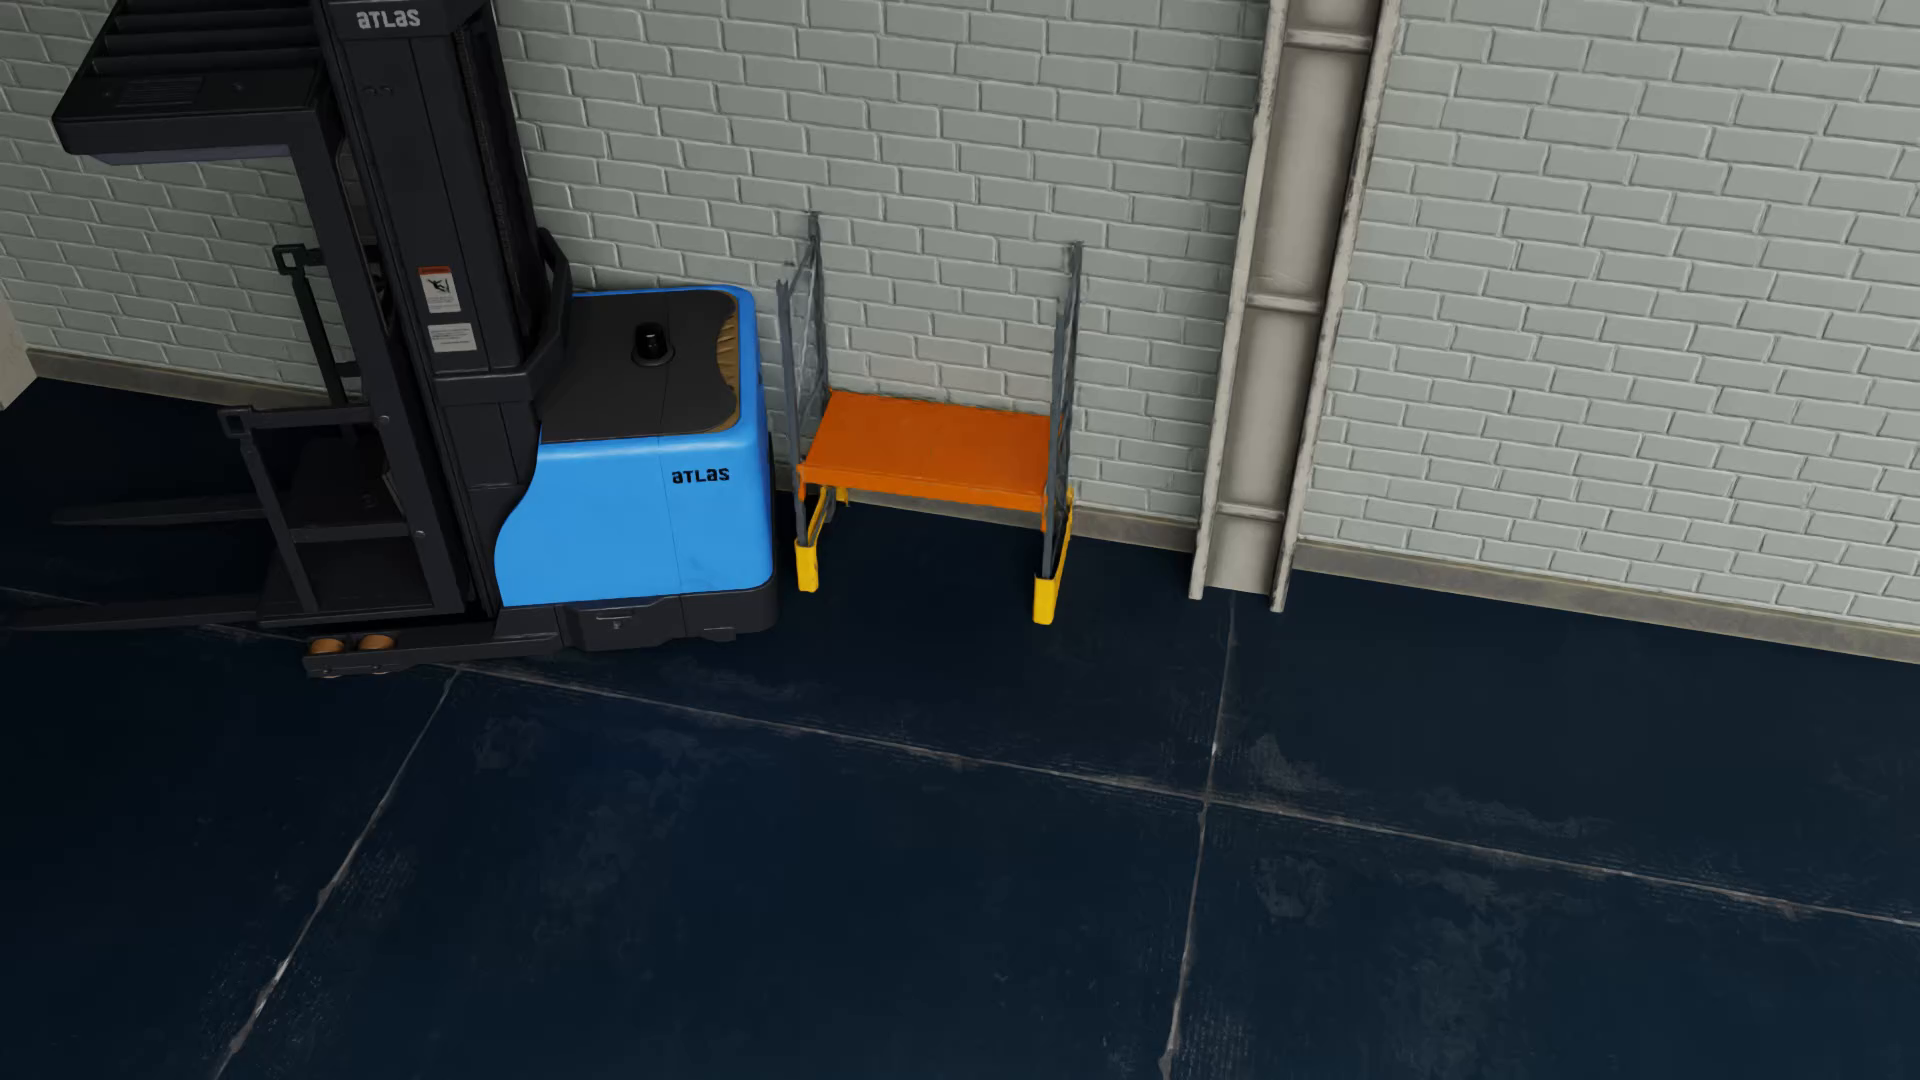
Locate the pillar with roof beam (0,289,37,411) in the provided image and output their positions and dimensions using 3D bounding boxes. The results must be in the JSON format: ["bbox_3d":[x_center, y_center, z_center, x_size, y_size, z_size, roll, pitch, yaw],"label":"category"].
[{"bbox_3d":[-5.616,-1.069,1.832,0.400,9.000,9.100,9,45,9],"label":"pillar with roof beam"}]

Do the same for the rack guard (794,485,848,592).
[{"bbox_3d":[-0.588,-0.071,7.092,0.087,0.250,0.587,8,43,8],"label":"rack guard"}]

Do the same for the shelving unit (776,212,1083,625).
[{"bbox_3d":[-0.096,-0.465,6.601,1.083,1.500,0.587,8,43,8],"label":"shelving unit"}]

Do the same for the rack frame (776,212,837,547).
[{"bbox_3d":[-0.604,-0.533,6.670,0.032,1.500,0.500,8,43,8],"label":"rack frame"}]

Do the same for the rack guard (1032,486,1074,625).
[{"bbox_3d":[0.390,0.058,6.959,0.087,0.250,0.587,8,43,8],"label":"rack guard"}]

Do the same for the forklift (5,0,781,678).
[{"bbox_3d":[-2.284,-0.892,6.023,3.031,2.935,1.130,-4,44,-4],"label":"forklift"}]

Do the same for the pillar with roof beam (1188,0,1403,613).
[{"bbox_3d":[0.239,-0.161,0.888,0.400,9.000,9.100,9,45,9],"label":"pillar with roof beam"}]

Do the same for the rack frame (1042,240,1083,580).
[{"bbox_3d":[0.395,-0.400,6.534,0.032,1.500,0.500,8,43,8],"label":"rack frame"}]

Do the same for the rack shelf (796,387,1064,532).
[{"bbox_3d":[-0.106,-0.334,6.725,1.000,0.185,0.538,8,43,8],"label":"rack shelf"}]
